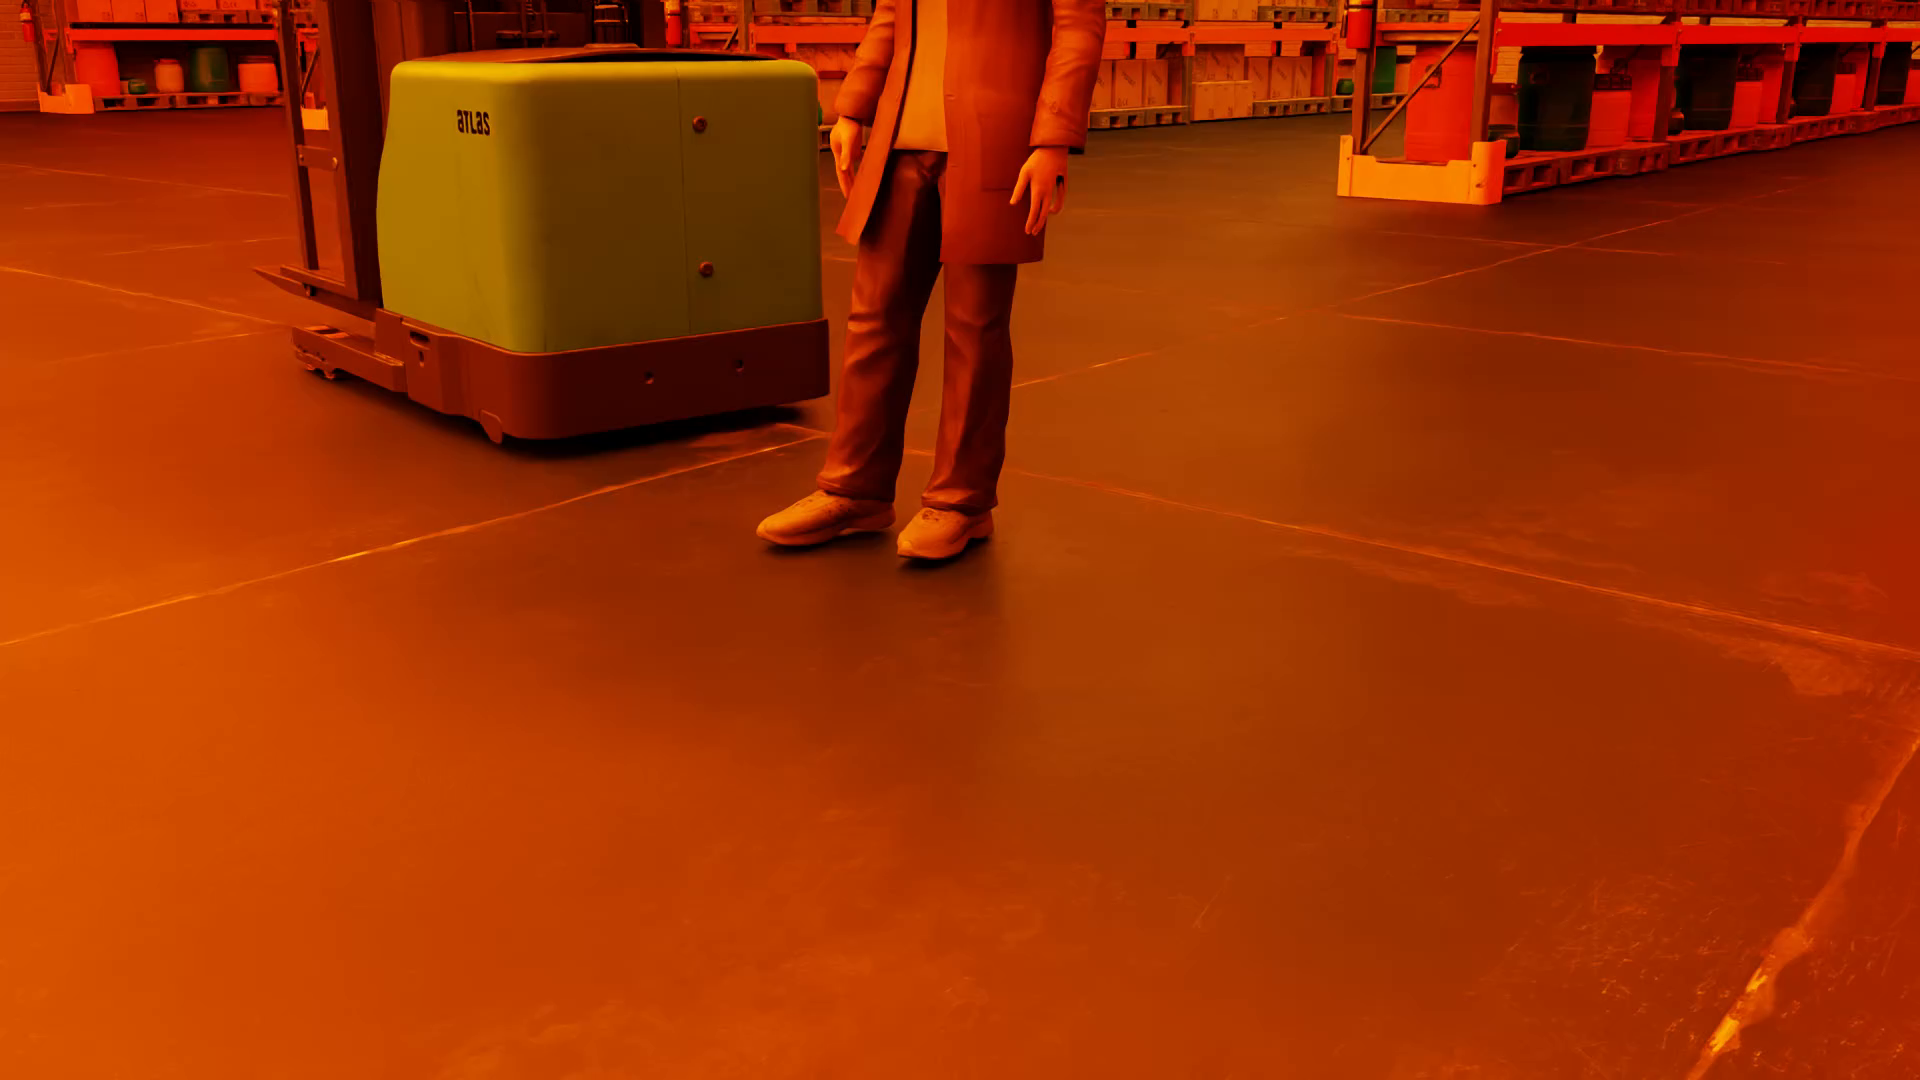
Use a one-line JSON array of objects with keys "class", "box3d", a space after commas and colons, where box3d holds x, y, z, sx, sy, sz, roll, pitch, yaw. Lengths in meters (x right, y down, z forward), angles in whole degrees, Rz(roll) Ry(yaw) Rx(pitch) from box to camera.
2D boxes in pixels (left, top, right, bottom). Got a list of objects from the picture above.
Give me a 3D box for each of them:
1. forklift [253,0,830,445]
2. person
[{"class": "forklift", "box3d": [-1.721, -2.037, 5.604, 1.130, 2.935, 3.031, -13, 21, -37]}, {"class": "person", "box3d": [-0.062, -0.838, 3.616, 0.696, 1.778, 0.579, 13, 21, 37]}]
